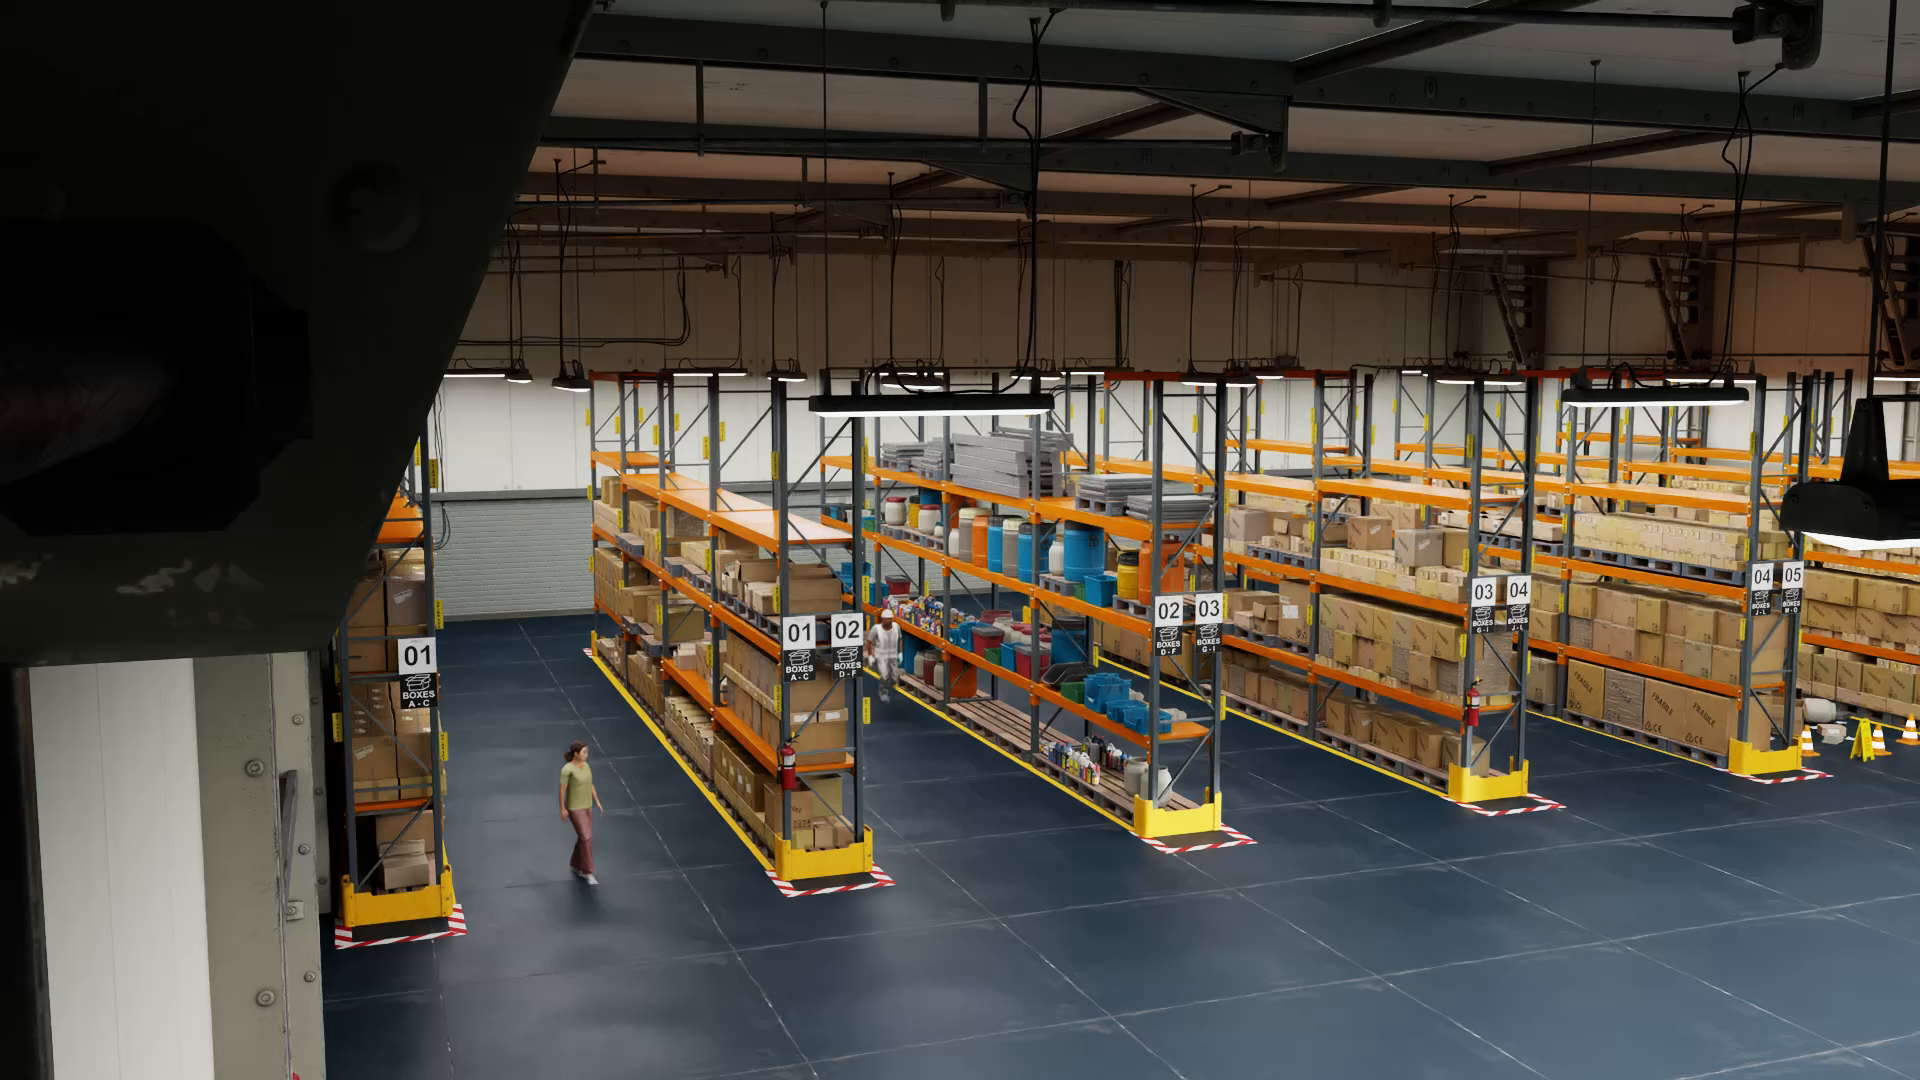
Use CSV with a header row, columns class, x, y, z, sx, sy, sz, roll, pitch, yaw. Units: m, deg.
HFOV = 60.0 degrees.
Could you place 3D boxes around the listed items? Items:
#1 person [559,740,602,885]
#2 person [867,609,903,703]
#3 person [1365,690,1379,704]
class,x,y,z,sx,sy,sz,roll,pitch,yaw
person,-4.529,3.281,20.099,0.591,1.721,0.470,3,7,27
person,-1.327,2.065,29.250,0.640,1.748,0.761,-3,7,-24
person,7.309,2.220,29.315,0.602,1.758,0.639,-1,6,-5
